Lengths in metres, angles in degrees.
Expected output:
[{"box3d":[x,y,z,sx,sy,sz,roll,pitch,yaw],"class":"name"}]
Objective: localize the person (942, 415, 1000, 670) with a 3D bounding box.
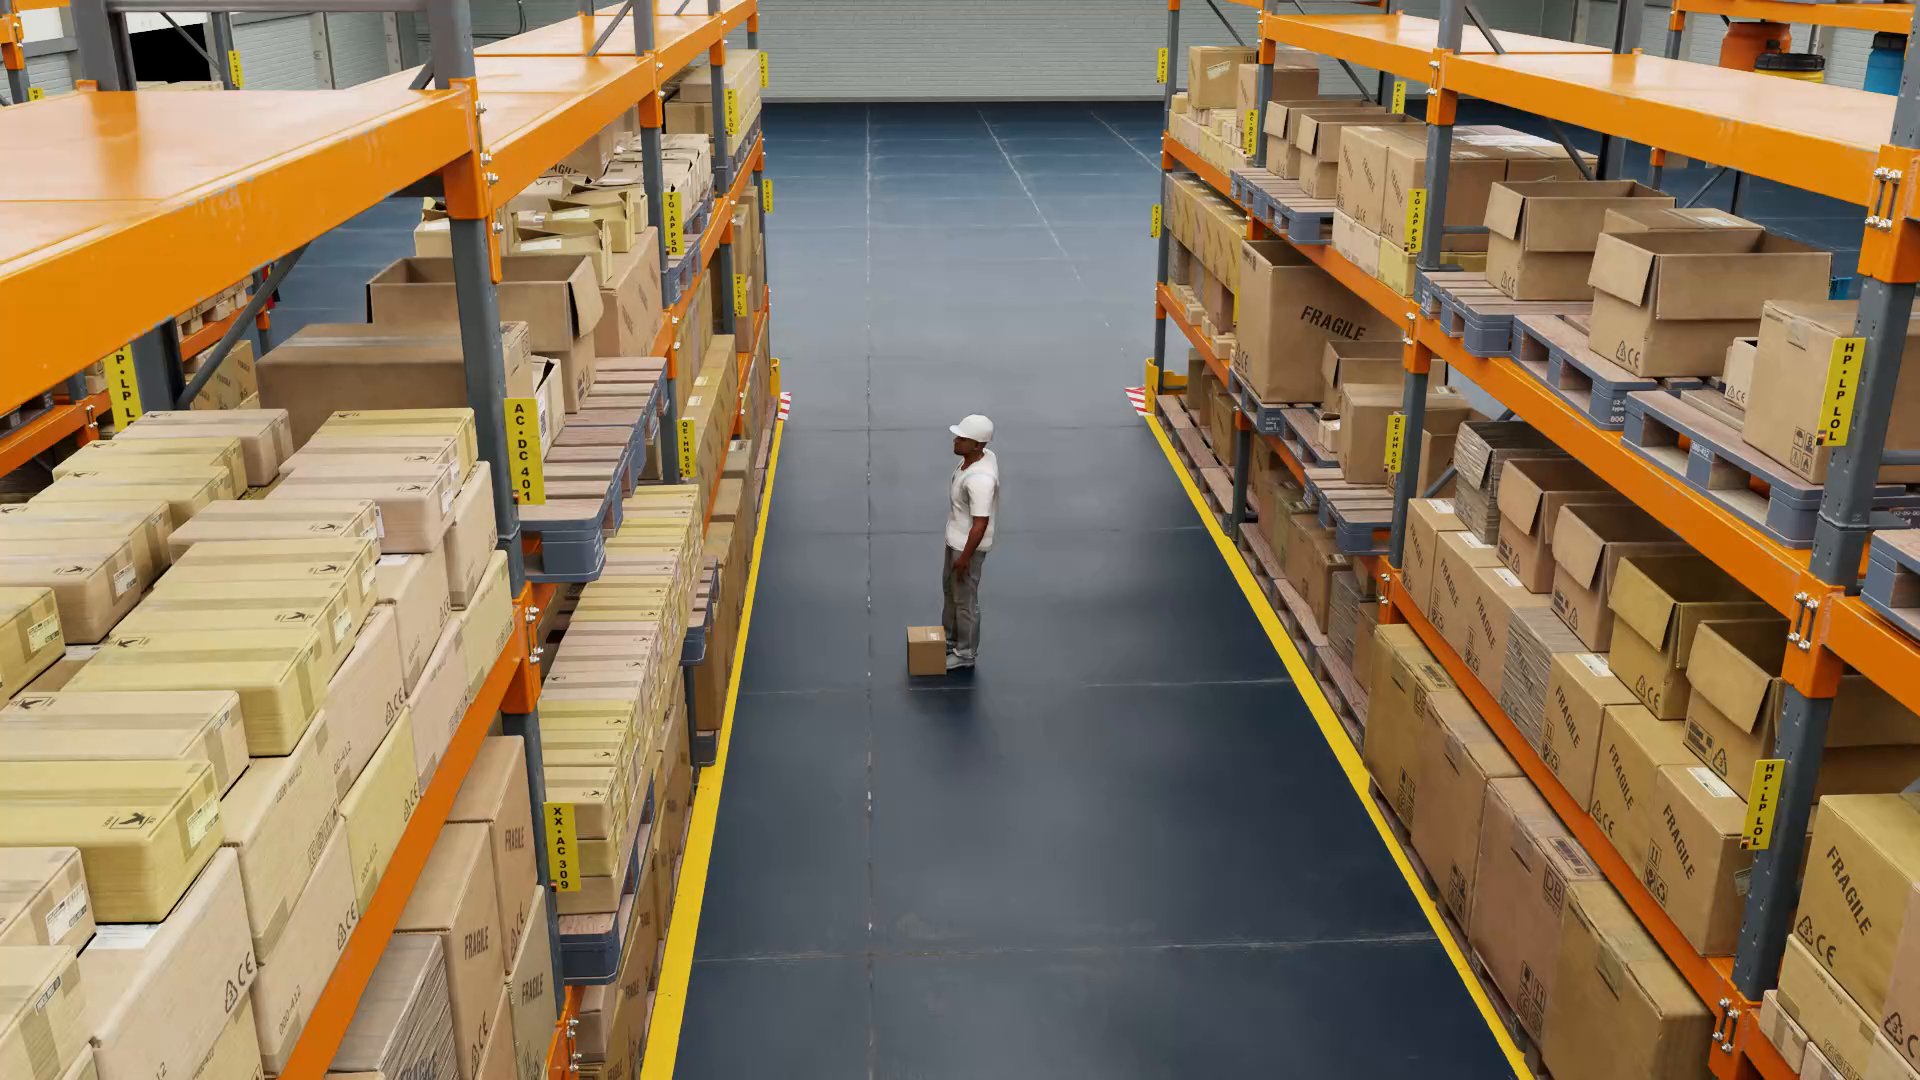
[{"box3d":[-0.027,0.014,10.979,0.577,1.764,0.666,-1,20,-3],"class":"person"}]
